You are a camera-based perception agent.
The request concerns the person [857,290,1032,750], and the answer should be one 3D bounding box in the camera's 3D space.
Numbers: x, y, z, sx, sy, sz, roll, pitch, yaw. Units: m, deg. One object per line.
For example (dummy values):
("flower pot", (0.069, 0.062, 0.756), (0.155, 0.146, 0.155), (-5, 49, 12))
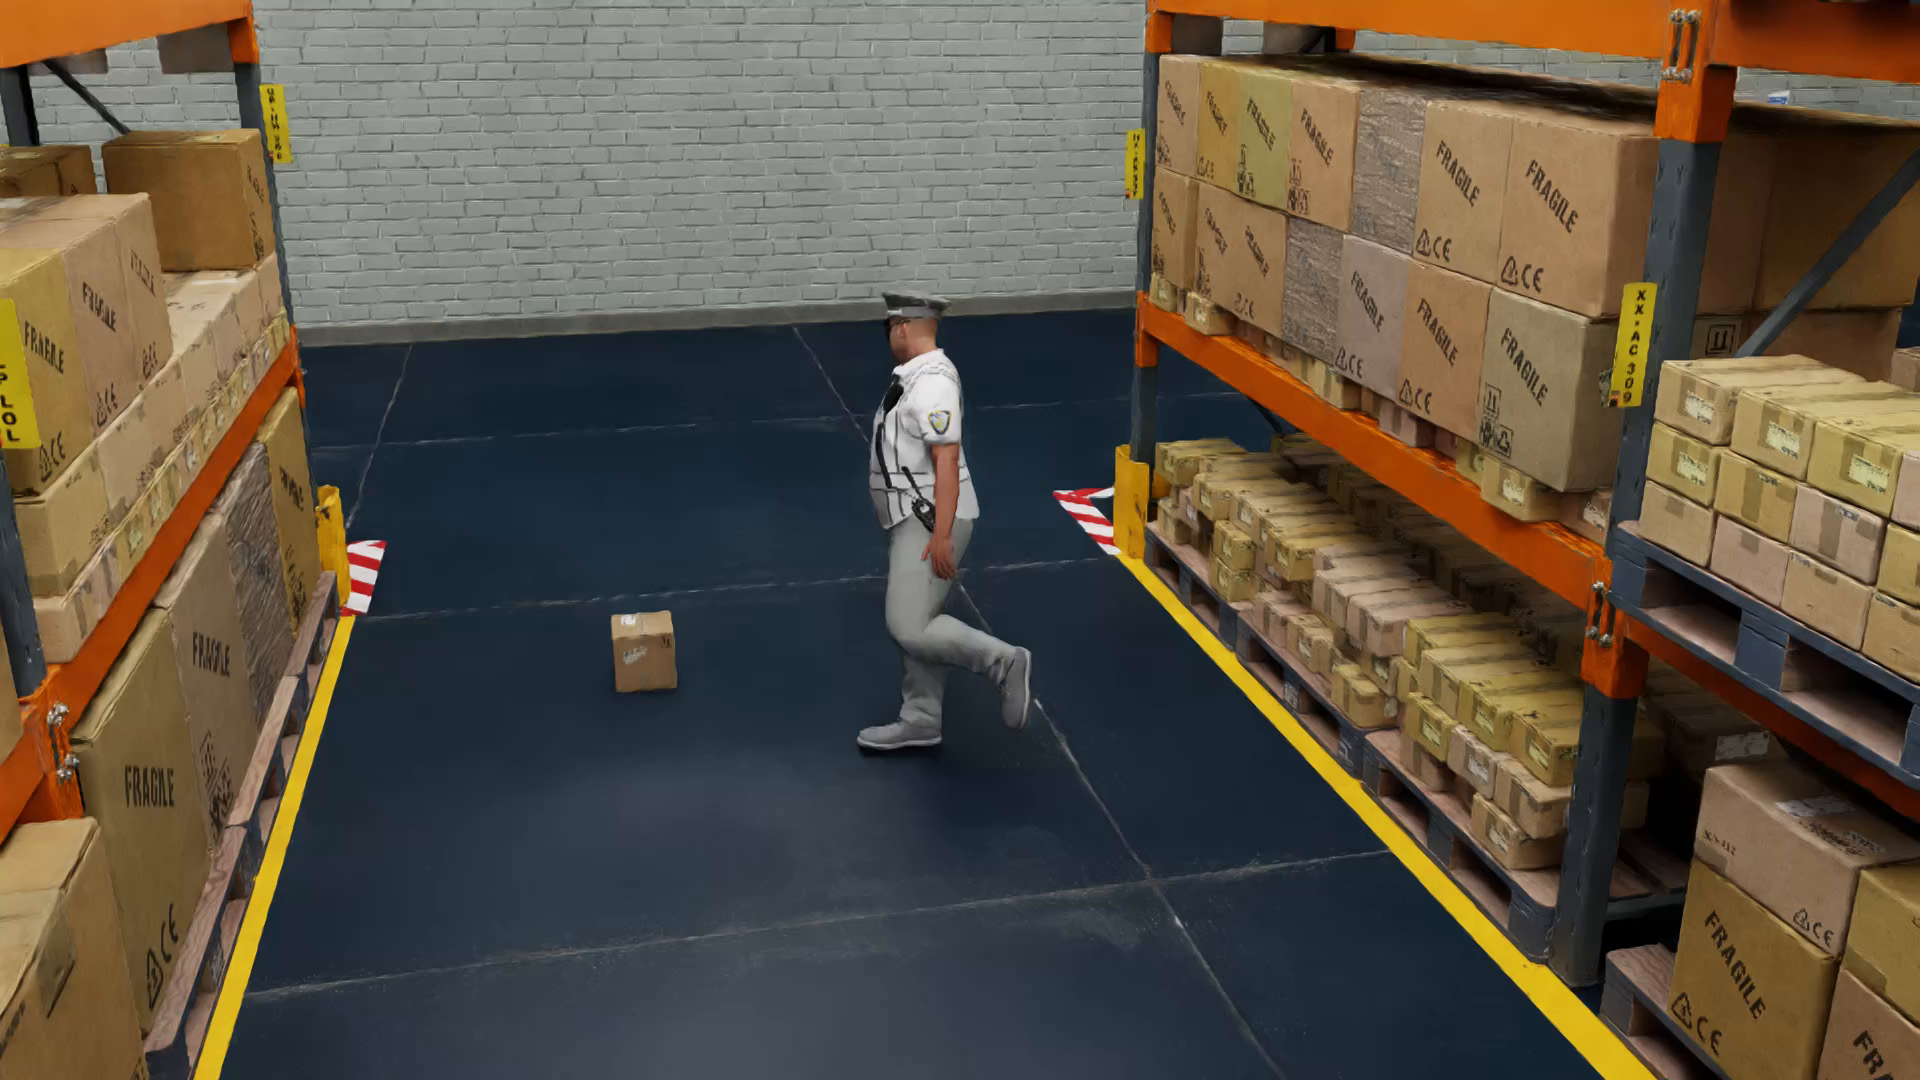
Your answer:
("person", (-0.089, -0.066, 6.262), (0.667, 1.717, 0.630), (-4, 20, -11))
